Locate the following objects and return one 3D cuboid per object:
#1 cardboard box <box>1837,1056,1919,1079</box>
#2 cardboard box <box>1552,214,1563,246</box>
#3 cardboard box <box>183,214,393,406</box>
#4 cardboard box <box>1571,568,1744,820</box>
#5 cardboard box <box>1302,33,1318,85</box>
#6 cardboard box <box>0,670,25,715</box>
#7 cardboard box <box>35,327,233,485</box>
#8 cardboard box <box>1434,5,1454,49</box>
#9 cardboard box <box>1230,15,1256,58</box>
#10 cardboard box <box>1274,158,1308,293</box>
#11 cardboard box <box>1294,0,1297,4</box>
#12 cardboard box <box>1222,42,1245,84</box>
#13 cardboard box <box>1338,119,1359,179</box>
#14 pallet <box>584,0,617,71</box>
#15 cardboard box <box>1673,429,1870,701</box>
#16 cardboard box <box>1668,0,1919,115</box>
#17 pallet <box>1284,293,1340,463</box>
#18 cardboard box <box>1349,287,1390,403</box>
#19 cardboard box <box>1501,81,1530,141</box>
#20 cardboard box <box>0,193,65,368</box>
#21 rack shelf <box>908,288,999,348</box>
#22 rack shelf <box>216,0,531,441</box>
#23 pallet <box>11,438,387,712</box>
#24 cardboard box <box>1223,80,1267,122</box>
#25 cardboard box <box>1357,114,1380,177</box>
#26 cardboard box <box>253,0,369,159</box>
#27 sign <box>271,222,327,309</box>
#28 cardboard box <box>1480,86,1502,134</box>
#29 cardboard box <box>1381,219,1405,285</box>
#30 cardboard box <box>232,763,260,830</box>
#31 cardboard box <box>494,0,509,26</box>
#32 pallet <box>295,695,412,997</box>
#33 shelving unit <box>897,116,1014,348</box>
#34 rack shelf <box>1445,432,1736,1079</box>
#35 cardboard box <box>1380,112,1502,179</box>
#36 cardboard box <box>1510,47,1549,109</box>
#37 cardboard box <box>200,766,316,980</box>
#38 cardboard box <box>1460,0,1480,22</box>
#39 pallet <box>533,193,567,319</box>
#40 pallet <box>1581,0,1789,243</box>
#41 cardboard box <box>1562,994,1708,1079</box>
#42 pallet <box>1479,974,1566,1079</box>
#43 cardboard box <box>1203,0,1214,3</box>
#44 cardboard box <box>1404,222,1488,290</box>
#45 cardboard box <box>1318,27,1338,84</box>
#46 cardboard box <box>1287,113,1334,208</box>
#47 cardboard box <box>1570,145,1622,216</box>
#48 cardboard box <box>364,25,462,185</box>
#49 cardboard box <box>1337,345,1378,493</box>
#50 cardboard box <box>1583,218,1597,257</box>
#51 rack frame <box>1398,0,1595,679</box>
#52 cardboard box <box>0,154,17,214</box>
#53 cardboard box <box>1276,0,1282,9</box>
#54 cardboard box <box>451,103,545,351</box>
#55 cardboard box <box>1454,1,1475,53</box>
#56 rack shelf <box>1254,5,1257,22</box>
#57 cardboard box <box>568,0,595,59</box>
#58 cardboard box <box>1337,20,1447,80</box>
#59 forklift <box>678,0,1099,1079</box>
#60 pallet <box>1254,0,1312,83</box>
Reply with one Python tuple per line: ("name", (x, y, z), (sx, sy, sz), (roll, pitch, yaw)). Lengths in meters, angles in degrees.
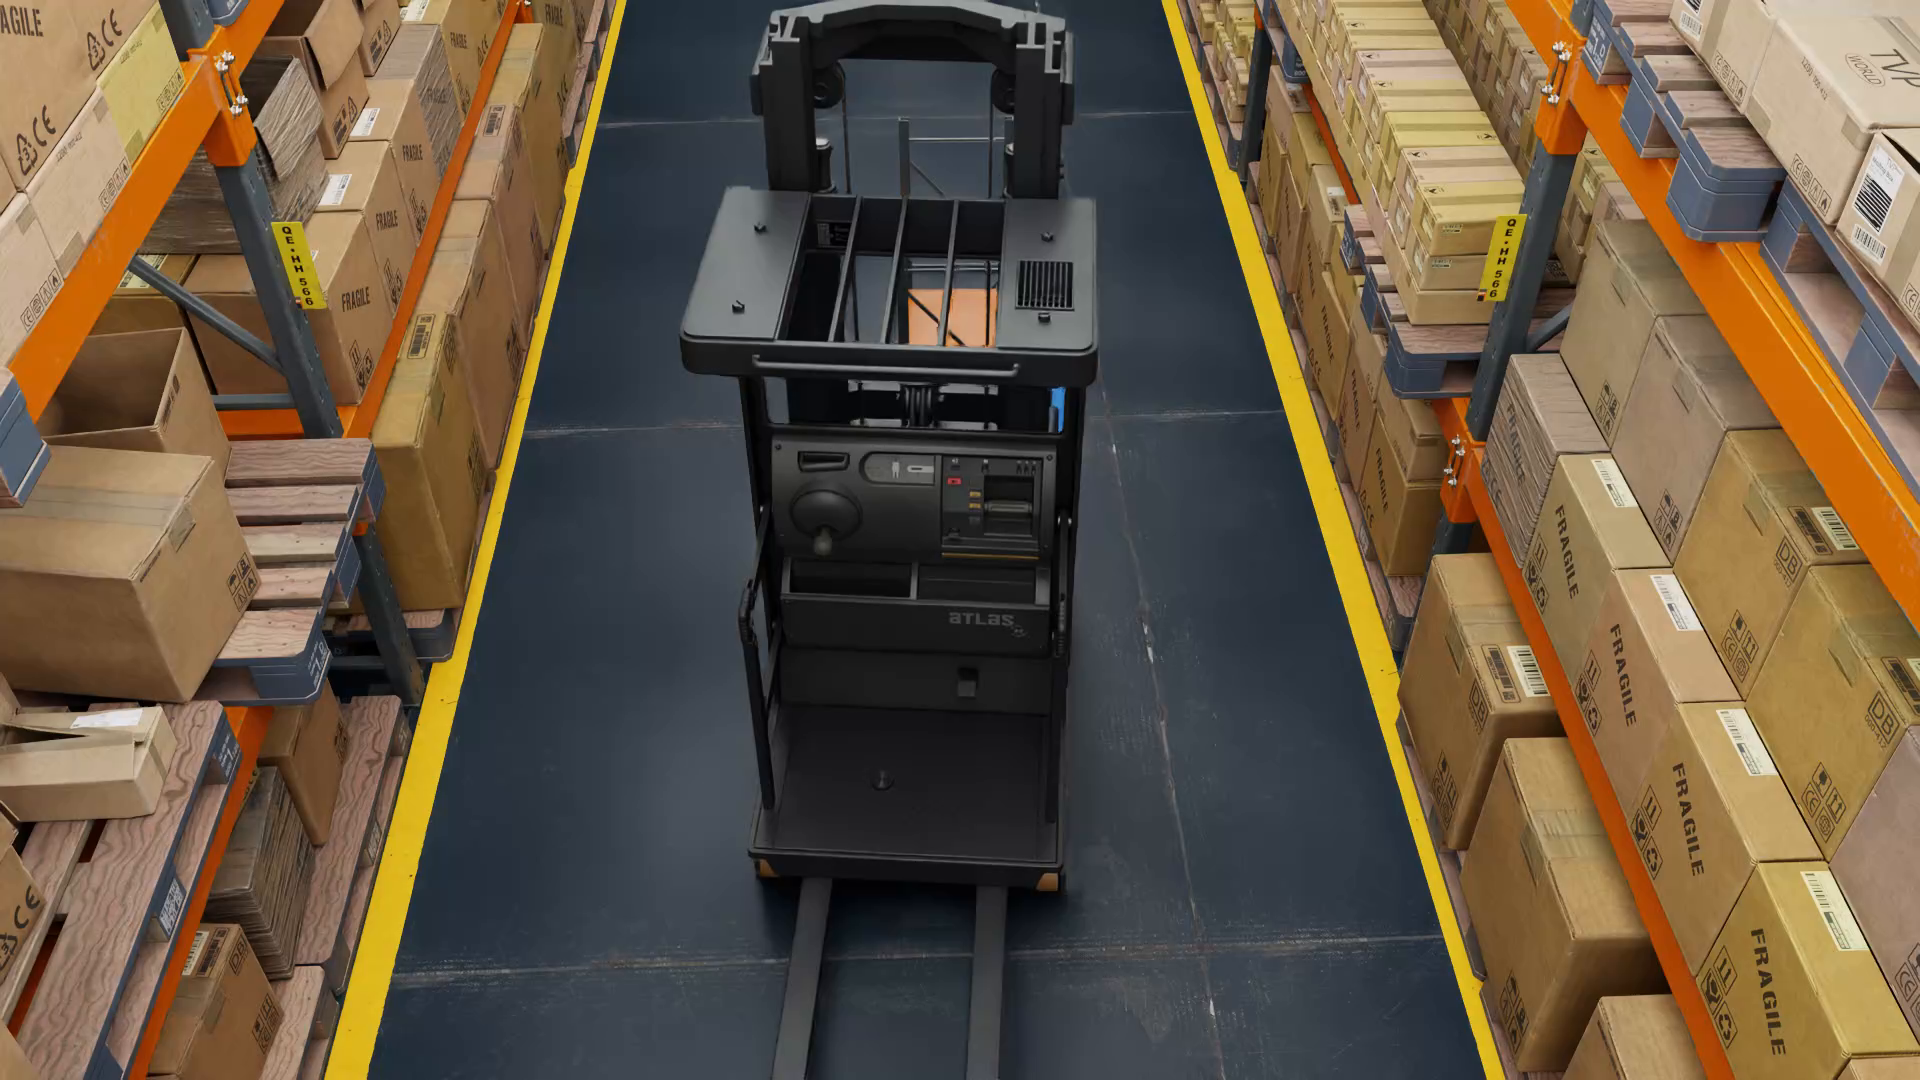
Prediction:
("cardboard box", (2.153, 1.445, 3.530), (0.500, 0.500, 0.500), (-2, 43, -2))
("cardboard box", (2.454, -1.266, 6.437), (0.380, 0.149, 0.250), (0, 43, 0))
("cardboard box", (-2.415, -0.832, 6.013), (0.500, 0.500, 0.500), (0, 43, -1))
("cardboard box", (2.089, 0.425, 4.643), (0.500, 0.500, 0.500), (-2, 43, -2))
("cardboard box", (1.742, -2.135, 7.384), (0.380, 0.149, 0.250), (-2, 43, -3))
("cardboard box", (-2.824, 0.580, 4.348), (0.500, 0.250, 0.500), (-3, 43, -3))
("cardboard box", (-2.603, -0.287, 5.108), (0.500, 0.500, 0.500), (-6, 43, -7))
("cardboard box", (2.387, -2.333, 7.600), (0.380, 0.149, 0.250), (-3, 43, -4))
("cardboard box", (1.798, -2.961, 9.769), (0.380, 0.149, 0.250), (-1, 43, -1))
("cardboard box", (1.915, -1.603, 8.468), (0.500, 0.500, 0.500), (0, 43, 0))
("cardboard box", (1.717, -2.601, 7.673), (0.380, 0.149, 0.250), (-3, 43, -4))
("cardboard box", (1.769, -2.833, 9.849), (0.380, 0.149, 0.250), (-4, 43, -4))
("cardboard box", (1.774, -1.606, 6.807), (0.380, 0.149, 0.250), (-3, 43, -4))
("pallet", (-2.845, -3.473, 11.032), (1.003, 0.211, 1.213), (-2, 43, -2))
("cardboard box", (2.350, 0.053, 4.309), (0.700, 0.500, 0.500), (-2, 43, -2))
("cardboard box", (2.105, -1.303, 4.062), (0.500, 0.311, 0.500), (-2, 43, -2))
("pallet", (2.214, -0.854, 8.176), (1.003, 0.211, 1.213), (-2, 43, -2))
("cardboard box", (1.971, -0.838, 7.078), (0.500, 0.250, 0.500), (-1, 43, -1))
("cardboard box", (2.425, -1.739, 6.732), (0.380, 0.149, 0.250), (-2, 43, -2))
("cardboard box", (-2.347, -0.522, 3.640), (0.500, 0.250, 0.500), (-1, 43, -1))
("rack shelf", (-0.006, -0.787, 7.414), (0.538, 0.185, 1.000), (-1, 43, -1))
("rack shelf", (-2.751, -1.544, 7.397), (1.077, 0.370, 4.000), (-2, 43, -2))
("pallet", (-2.529, 0.090, 5.224), (1.213, 0.211, 1.003), (-2, 43, -2))
("cardboard box", (1.767, -2.592, 9.807), (0.380, 0.149, 0.250), (-1, 43, -1))
("cardboard box", (1.781, -1.552, 6.528), (0.380, 0.149, 0.250), (-2, 43, -2))
("cardboard box", (-2.706, -1.800, 6.327), (0.797, 0.503, 0.637), (-1, 43, -1))
("sign", (-2.124, -0.879, 5.340), (0.100, 0.325, 0.005), (-2, 43, -2))
("cardboard box", (2.418, -1.798, 7.017), (0.380, 0.149, 0.250), (-1, 43, -1))
("cardboard box", (1.805, -1.083, 6.236), (0.380, 0.149, 0.250), (-2, 43, -2))
("cardboard box", (-2.575, 0.833, 5.240), (0.500, 0.250, 0.500), (3, 43, 3))
("cardboard box", (-2.543, -2.888, 8.257), (0.500, 0.500, 0.500), (-2, 43, -2))
("pallet", (-2.634, 1.097, 6.047), (1.003, 0.211, 1.213), (-2, 43, -2))
("shelving unit", (-0.006, -0.925, 7.299), (0.587, 1.500, 1.083), (-1, 43, -1))
("rack shelf", (2.379, 1.082, 4.531), (1.077, 0.370, 4.000), (-2, 43, -2))
("cardboard box", (1.796, -1.479, 6.228), (0.380, 0.149, 0.250), (0, 43, 0))
("cardboard box", (2.424, -1.841, 6.623), (0.380, 0.149, 0.250), (0, 43, 0))
("cardboard box", (-2.581, 1.126, 5.475), (0.700, 0.500, 0.500), (-5, 43, -5))
("cardboard box", (2.391, -2.370, 7.200), (0.380, 0.149, 0.250), (-3, 43, -4))
("pallet", (-2.728, -1.613, 9.003), (1.003, 0.211, 1.213), (-2, 43, -2))
("pallet", (2.374, -1.136, 4.339), (1.213, 0.211, 1.003), (0, 43, 0))
("cardboard box", (2.311, 1.774, 4.599), (1.050, 0.750, 0.750), (-2, 43, -2))
("pallet", (2.301, 1.851, 5.224), (1.003, 0.211, 1.213), (-2, 43, -2))
("cardboard box", (1.779, -3.469, 10.763), (0.380, 0.149, 0.250), (-1, 43, -1))
("cardboard box", (1.818, -1.025, 5.953), (0.380, 0.149, 0.250), (-1, 43, -1))
("cardboard box", (1.750, -2.070, 7.093), (0.380, 0.149, 0.250), (-2, 43, -3))
("cardboard box", (1.917, -1.877, 8.212), (0.500, 0.250, 0.500), (-1, 43, -1))
("cardboard box", (2.454, -1.313, 6.048), (0.380, 0.149, 0.250), (-3, 43, -3))
("cardboard box", (-2.483, -1.863, 7.138), (0.500, 0.500, 0.500), (-1, 43, -2))
("cardboard box", (1.987, -0.554, 7.323), (0.500, 0.500, 0.500), (0, 43, 0))
("cardboard box", (2.474, -1.037, 5.966), (0.380, 0.149, 0.250), (0, 43, 0))
("rack frame", (2.294, -0.533, 5.761), (1.000, 3.000, 0.127), (-2, 43, -2))
("cardboard box", (-2.357, -0.790, 3.378), (0.500, 0.500, 0.500), (-1, 43, -1))
("cardboard box", (1.706, -2.661, 7.958), (0.380, 0.149, 0.250), (-1, 43, -1))
("cardboard box", (-2.750, -1.496, 8.074), (1.225, 0.875, 0.875), (-3, 43, -3))
("cardboard box", (2.398, -2.253, 7.292), (0.380, 0.149, 0.250), (-1, 43, -2))
("rack shelf", (2.039, -4.318, 10.423), (1.077, 0.370, 4.000), (-2, 43, -2))
("cardboard box", (-2.822, -3.586, 10.354), (0.875, 0.875, 0.875), (-2, 43, -2))
("cardboard box", (1.763, -2.005, 6.802), (0.380, 0.149, 0.250), (0, 43, 0))
("forklift", (-0.162, -0.046, 5.281), (1.130, 2.935, 3.031), (2, 43, 3))
("pallet", (2.011, -2.643, 8.205), (1.003, 0.211, 1.213), (-2, 43, -2))
